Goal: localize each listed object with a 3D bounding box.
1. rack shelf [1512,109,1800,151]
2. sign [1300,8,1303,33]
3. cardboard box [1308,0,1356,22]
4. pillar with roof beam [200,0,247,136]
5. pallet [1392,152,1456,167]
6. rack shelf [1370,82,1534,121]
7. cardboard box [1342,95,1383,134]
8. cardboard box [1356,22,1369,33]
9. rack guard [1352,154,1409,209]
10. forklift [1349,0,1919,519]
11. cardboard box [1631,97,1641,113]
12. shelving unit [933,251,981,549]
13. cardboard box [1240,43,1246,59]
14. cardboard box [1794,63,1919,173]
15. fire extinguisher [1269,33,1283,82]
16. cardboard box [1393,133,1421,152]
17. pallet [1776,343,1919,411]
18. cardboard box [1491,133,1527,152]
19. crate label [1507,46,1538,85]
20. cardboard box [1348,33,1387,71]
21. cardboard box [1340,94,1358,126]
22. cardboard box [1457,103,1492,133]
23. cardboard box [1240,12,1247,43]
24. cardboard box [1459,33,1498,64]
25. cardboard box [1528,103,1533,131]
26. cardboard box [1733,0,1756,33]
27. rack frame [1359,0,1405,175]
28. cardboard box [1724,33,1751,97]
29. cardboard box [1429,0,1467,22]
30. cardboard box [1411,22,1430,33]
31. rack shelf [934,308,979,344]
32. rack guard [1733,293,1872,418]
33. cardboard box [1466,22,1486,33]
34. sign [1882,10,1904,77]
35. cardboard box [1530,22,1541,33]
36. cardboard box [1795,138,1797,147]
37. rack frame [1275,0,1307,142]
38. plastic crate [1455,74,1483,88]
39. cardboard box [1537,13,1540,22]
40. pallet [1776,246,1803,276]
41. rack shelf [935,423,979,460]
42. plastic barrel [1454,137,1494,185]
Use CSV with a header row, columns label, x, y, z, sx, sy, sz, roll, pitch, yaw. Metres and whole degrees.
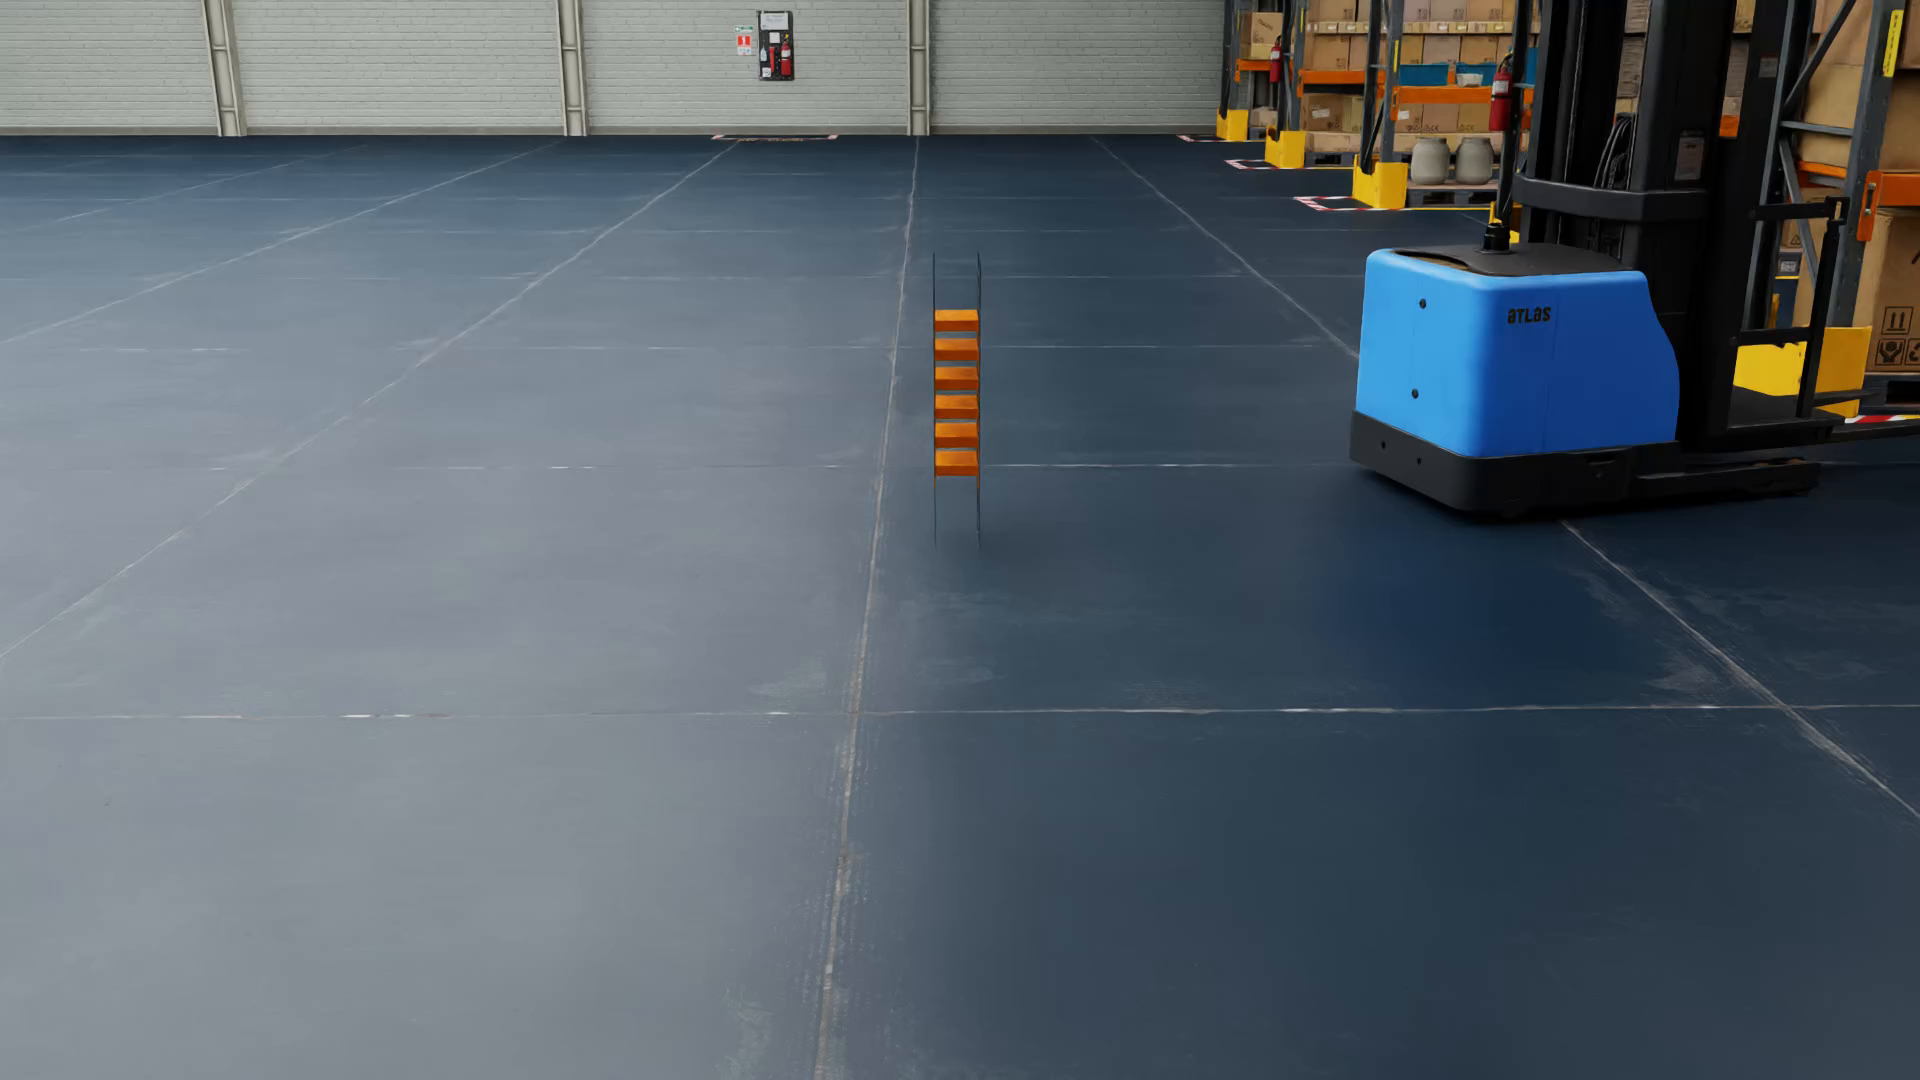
label,x,y,z,sx,sy,sz,roll,pitch,yaw
rack shelf,6.819,-3.457,14.093,4.000,0.370,1.077,0,18,-1
sign,4.669,-7.096,22.712,0.005,0.325,0.100,0,18,-1
cardboard box,5.186,-7.480,23.167,0.500,0.500,0.700,0,18,-1
pillar with roof beam,-12.659,-10.051,23.649,0.400,9.000,9.100,0,18,-1
pallet,6.647,-5.510,23.877,1.213,0.211,1.003,0,18,-1
rack shelf,6.740,-4.970,18.808,4.000,0.370,1.077,0,18,-1
cardboard box,5.706,-6.001,23.431,0.500,0.500,0.500,0,18,-1
cardboard box,5.575,-7.111,23.080,0.250,0.149,0.380,0,18,-1
rack guard,4.816,-4.128,19.096,0.348,0.500,1.175,0,18,-1
forklift,3.459,-1.732,7.650,3.031,2.935,1.130,-6,19,-17
cardboard box,5.608,-3.591,13.743,0.250,0.149,0.380,0,18,-1
shelving unit,-0.014,-0.571,6.864,0.189,1.200,0.258,0,18,-1
cardboard box,5.049,-8.328,28.312,0.500,0.250,0.500,0,18,0
cardboard box,5.166,-2.362,9.255,0.550,0.550,0.875,0,18,-1
fire extinguisher,4.541,-6.920,23.837,0.183,0.674,0.296,0,18,-1
cardboard box,6.206,-5.647,23.555,0.500,0.250,0.500,0,18,-1
pallet,5.594,-0.975,9.741,1.213,0.211,1.003,0,18,-1
cardboard box,7.705,-5.658,23.587,0.500,0.250,0.500,0,18,-1
crate label,6.577,-5.411,18.948,0.616,0.435,0.502,0,18,-1
cardboard box,5.658,-6.866,23.376,0.500,0.500,0.700,0,18,1
cardboard box,6.582,-7.315,28.312,0.500,0.500,0.700,-1,18,-4
cardboard box,7.206,-6.012,23.463,0.500,0.500,0.500,0,18,-1
cardboard box,5.052,-8.691,28.215,0.500,0.500,0.500,0,18,-1
cardboard box,7.193,-6.873,23.399,0.500,0.500,0.700,0,18,0
cardboard box,8.197,-6.176,23.977,0.500,0.500,0.500,0,18,-1
cardboard box,6.373,-4.378,13.498,0.500,0.500,0.500,0,18,-1
rack frame,4.741,-5.303,18.668,0.127,3.000,1.000,0,18,-1
cardboard box,6.368,-4.002,13.962,0.500,0.500,0.875,0,18,-1
cardboard box,6.717,-7.489,23.196,0.500,0.500,0.700,0,18,-1
cardboard box,6.350,-7.115,23.092,0.250,0.149,0.380,-1,18,-2
rack shelf,-0.014,-0.872,6.768,0.180,0.103,0.258,0,18,-1
rack guard,4.772,-1.085,9.610,0.348,0.500,1.175,0,18,-1
cardboard box,7.128,-7.119,23.104,0.250,0.149,0.380,0,18,1
sign,4.799,-2.555,8.556,0.005,0.325,0.100,0,18,-1
cardboard box,7.888,-7.122,23.114,0.250,0.149,0.380,-1,18,-2
cardboard box,11.628,-5.665,23.609,0.500,0.250,0.500,0,18,-2
rack frame,4.666,-6.816,23.384,0.127,3.000,1.000,0,18,-1
plastic crate,5.641,-5.084,18.416,0.250,0.136,0.298,0,18,-1
cardboard box,8.222,-7.497,23.218,0.500,0.500,0.700,0,18,-1
pallet,6.925,-2.461,14.374,1.213,0.211,1.003,0,18,-1
rack shelf,-0.014,-0.415,6.914,0.180,0.103,0.258,0,18,-1
plastic barrel,5.899,-4.347,19.074,0.421,0.512,0.421,0,18,0
